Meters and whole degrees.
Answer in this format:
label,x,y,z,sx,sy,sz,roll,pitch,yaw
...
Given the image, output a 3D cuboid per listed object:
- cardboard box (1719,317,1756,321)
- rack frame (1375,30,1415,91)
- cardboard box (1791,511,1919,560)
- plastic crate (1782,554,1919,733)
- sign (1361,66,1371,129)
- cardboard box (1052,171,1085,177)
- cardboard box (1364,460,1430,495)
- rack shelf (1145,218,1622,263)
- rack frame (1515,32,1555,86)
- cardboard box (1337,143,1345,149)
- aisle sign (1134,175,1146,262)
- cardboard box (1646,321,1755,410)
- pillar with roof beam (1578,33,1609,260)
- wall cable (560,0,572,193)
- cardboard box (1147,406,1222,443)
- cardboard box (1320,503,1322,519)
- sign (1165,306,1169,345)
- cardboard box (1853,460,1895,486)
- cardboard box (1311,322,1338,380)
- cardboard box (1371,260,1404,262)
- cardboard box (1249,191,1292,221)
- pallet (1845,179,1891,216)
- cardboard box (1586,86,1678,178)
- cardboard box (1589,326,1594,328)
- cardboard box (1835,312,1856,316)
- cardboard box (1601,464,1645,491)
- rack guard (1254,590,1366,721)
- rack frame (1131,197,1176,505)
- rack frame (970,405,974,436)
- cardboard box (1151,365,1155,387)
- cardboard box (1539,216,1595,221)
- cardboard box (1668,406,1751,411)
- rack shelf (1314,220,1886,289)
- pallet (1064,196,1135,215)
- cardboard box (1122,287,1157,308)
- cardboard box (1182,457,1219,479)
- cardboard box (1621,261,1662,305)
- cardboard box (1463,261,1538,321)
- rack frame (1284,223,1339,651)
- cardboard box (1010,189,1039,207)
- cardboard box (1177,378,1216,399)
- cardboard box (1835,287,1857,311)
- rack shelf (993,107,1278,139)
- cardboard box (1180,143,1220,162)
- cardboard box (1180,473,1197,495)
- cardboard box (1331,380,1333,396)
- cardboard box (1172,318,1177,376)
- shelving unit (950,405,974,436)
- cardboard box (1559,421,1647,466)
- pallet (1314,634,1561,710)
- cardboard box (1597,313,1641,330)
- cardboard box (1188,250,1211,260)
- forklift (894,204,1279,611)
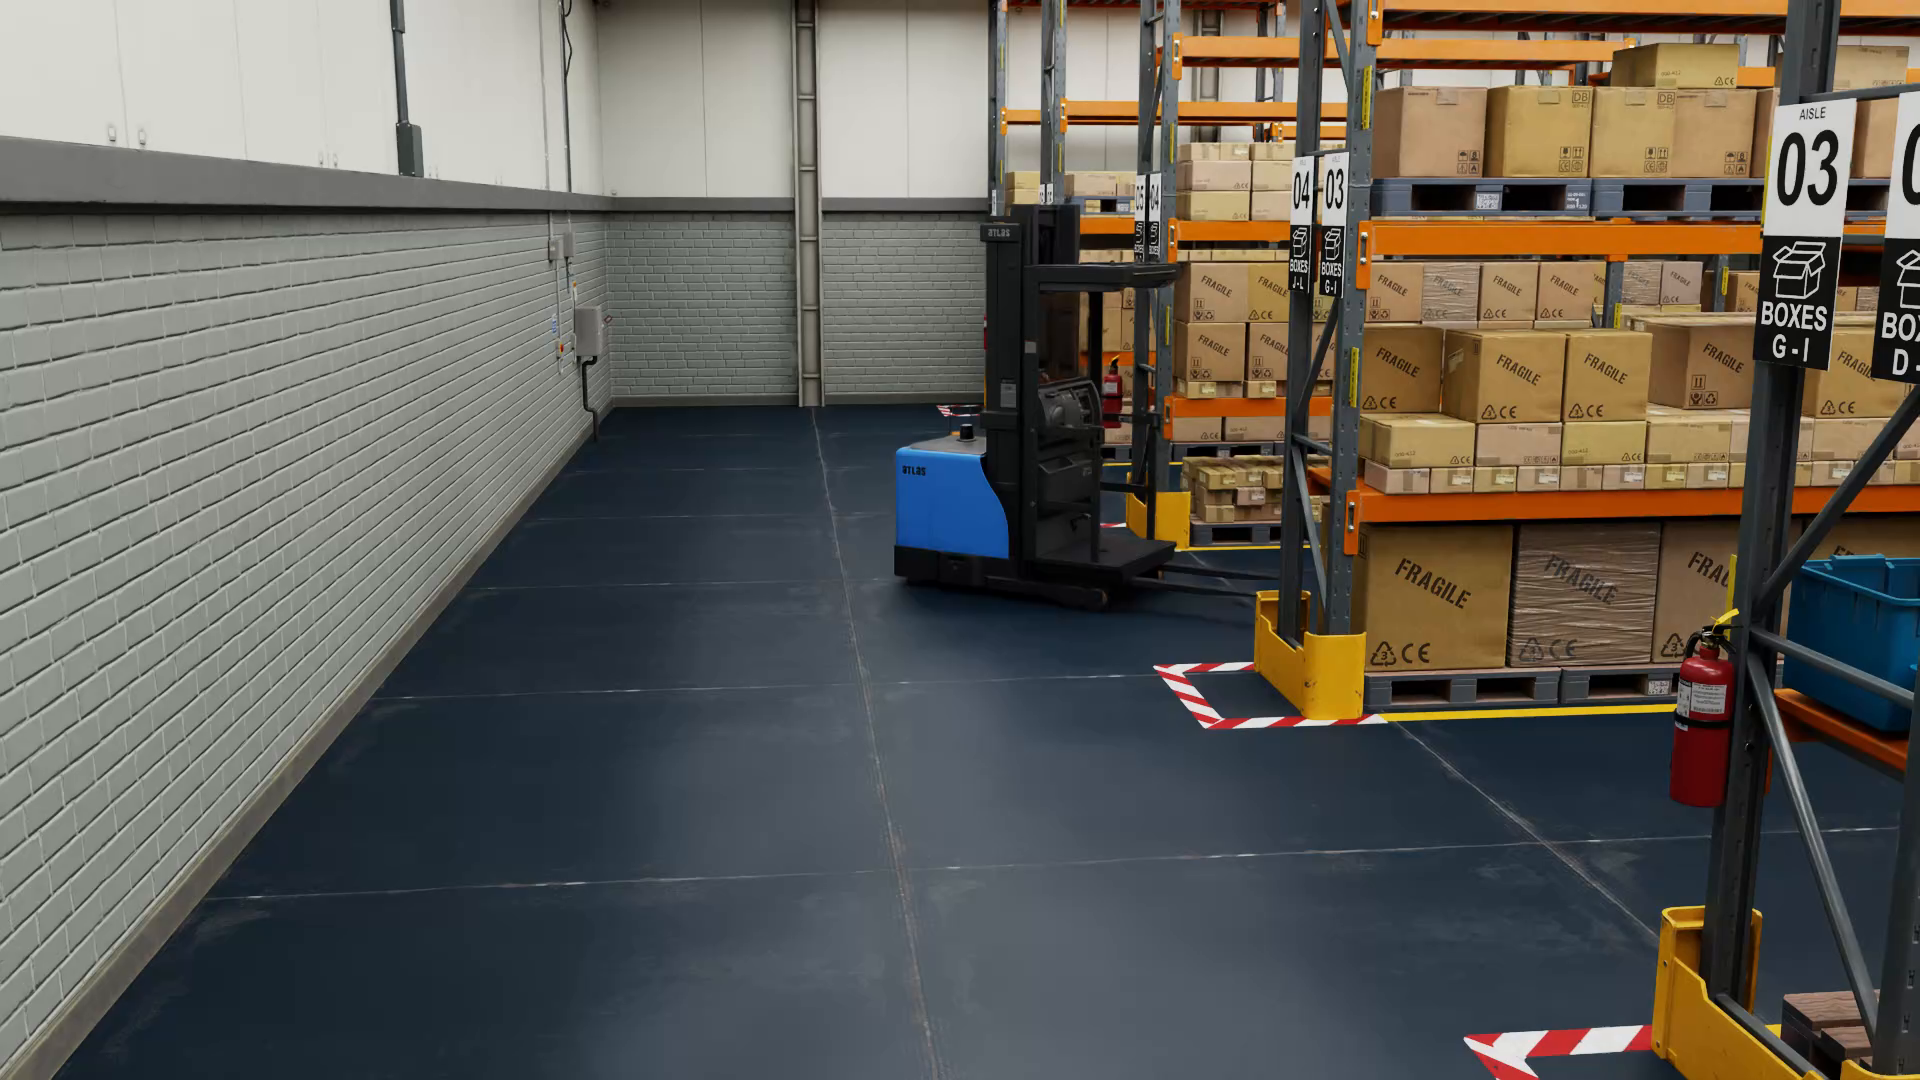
label,x,y,z,sx,sy,sz,roll,pitch,yaw
cardboard box,6.896,-1.895,14.750,0.250,0.149,0.380,-1,11,-7
rack frame,5.040,-5.474,19.386,0.127,3.000,1.000,-1,11,-6
cardboard box,5.445,0.205,10.470,0.875,0.875,0.875,-1,11,-6
plastic crate,2.981,0.313,5.250,0.499,0.435,0.616,-1,11,-6
sign,2.188,-2.380,8.950,0.005,0.325,0.100,-1,11,-6
cardboard box,1.500,-5.157,23.868,0.500,0.250,0.500,-1,11,-6
cardboard box,2.522,-0.368,9.613,0.250,0.149,0.380,-1,11,-5
rack shelf,3.687,-2.661,14.714,4.000,0.370,1.077,-1,11,-6
rack frame,8.477,-6.509,24.651,0.127,3.000,1.000,-1,11,-6
cardboard box,3.337,-3.314,14.231,0.250,0.149,0.380,-1,11,-4
aisle sign,1.593,-2.832,14.757,0.004,0.787,0.394,-1,11,-6
cardboard box,4.599,-1.089,10.305,0.500,0.500,0.500,-2,11,-8
pillar with roof beam,10.140,-5.884,21.469,0.548,9.000,9.100,-1,11,-6
wall cable,-4.903,-5.916,21.536,0.133,3.039,2.988,-1,11,-6
cardboard box,2.618,-1.450,20.020,0.875,0.438,0.875,-1,11,-5
cardboard box,3.261,-0.292,14.881,0.250,0.149,0.380,-1,11,-6
sign,1.757,-1.821,14.110,0.005,0.325,0.100,-1,11,-6
cardboard box,5.331,-0.427,9.915,0.250,0.149,0.380,-1,11,-7
cardboard box,3.192,-1.675,14.583,0.500,0.500,0.500,-1,11,-5
cardboard box,3.672,-2.278,15.055,0.500,0.500,0.500,-2,11,-8
cardboard box,2.696,-2.869,14.297,0.500,0.250,0.500,-1,11,-4
pallet,5.296,-2.043,9.940,1.213,0.211,1.003,-1,11,-6
cardboard box,3.726,-2.353,9.676,0.500,0.500,0.700,-2,11,-10
cardboard box,7.533,-2.459,19.989,0.500,0.250,0.500,-1,11,-7
cardboard box,8.128,-2.047,15.526,0.250,0.149,0.380,-1,11,-3
cardboard box,3.800,-0.395,9.752,0.250,0.149,0.380,-1,11,-7
rack guard,2.110,0.680,10.112,0.348,0.500,1.175,-1,11,-6
rack frame,1.698,-1.500,14.722,0.127,3.000,1.000,-1,11,-6
rack frame,0.105,-0.591,14.764,0.006,1.200,0.240,-1,11,-6
cardboard box,3.028,-2.405,24.718,0.500,0.500,0.700,-2,11,-8
cardboard box,5.216,-2.920,14.556,0.500,0.250,0.500,-1,11,-5
cardboard box,4.605,-0.722,10.380,0.500,0.250,0.500,-1,11,-5
rack shelf,4.122,-1.707,9.865,4.000,0.370,1.077,-1,11,-6
pallet,1.800,-3.893,19.348,1.213,0.211,1.003,-1,11,-6
cardboard box,2.084,-2.954,19.269,0.500,0.500,0.500,-2,11,-8
cardboard box,2.197,-0.659,15.203,0.250,0.149,0.380,-1,11,-5
cardboard box,8.022,-3.080,19.910,0.500,0.500,0.500,-1,11,-5
cardboard box,4.723,-2.196,14.638,0.500,0.500,0.500,-2,11,-8
rack frame,2.133,-0.547,9.877,0.053,2.616,0.949,-1,11,-6
cardboard box,0.994,-4.900,23.859,0.500,0.250,0.500,-1,11,-7
cardboard box,2.056,-1.321,14.461,0.250,0.149,0.380,-1,11,-7
cardboard box,10.533,-3.005,20.256,0.500,0.500,0.500,-1,11,-5
rack shelf,2.512,-6.030,24.085,4.000,0.370,1.077,-1,11,-6
cardboard box,2.045,-3.302,14.173,0.250,0.149,0.380,-1,11,-7
cardboard box,2.192,-0.519,15.263,0.250,0.149,0.380,-2,11,-8
cardboard box,3.341,-1.362,14.669,0.250,0.149,0.380,-1,11,-7
cardboard box,2.117,-1.754,14.983,0.500,0.500,0.500,-1,11,-5
shelving unit,0.014,-0.589,14.754,0.189,1.200,0.258,-1,11,-6
cardboard box,3.656,-0.599,9.758,0.500,0.250,0.500,-2,11,-8
pallet,2.920,0.790,10.303,1.213,0.211,1.003,-1,11,-6
cardboard box,6.053,-2.004,15.306,0.250,0.149,0.380,-1,11,-3
cardboard box,2.738,-3.284,19.262,0.250,0.149,0.380,-1,11,-6
forklift,1.011,-1.031,12.515,3.031,2.935,1.130,7,13,30
